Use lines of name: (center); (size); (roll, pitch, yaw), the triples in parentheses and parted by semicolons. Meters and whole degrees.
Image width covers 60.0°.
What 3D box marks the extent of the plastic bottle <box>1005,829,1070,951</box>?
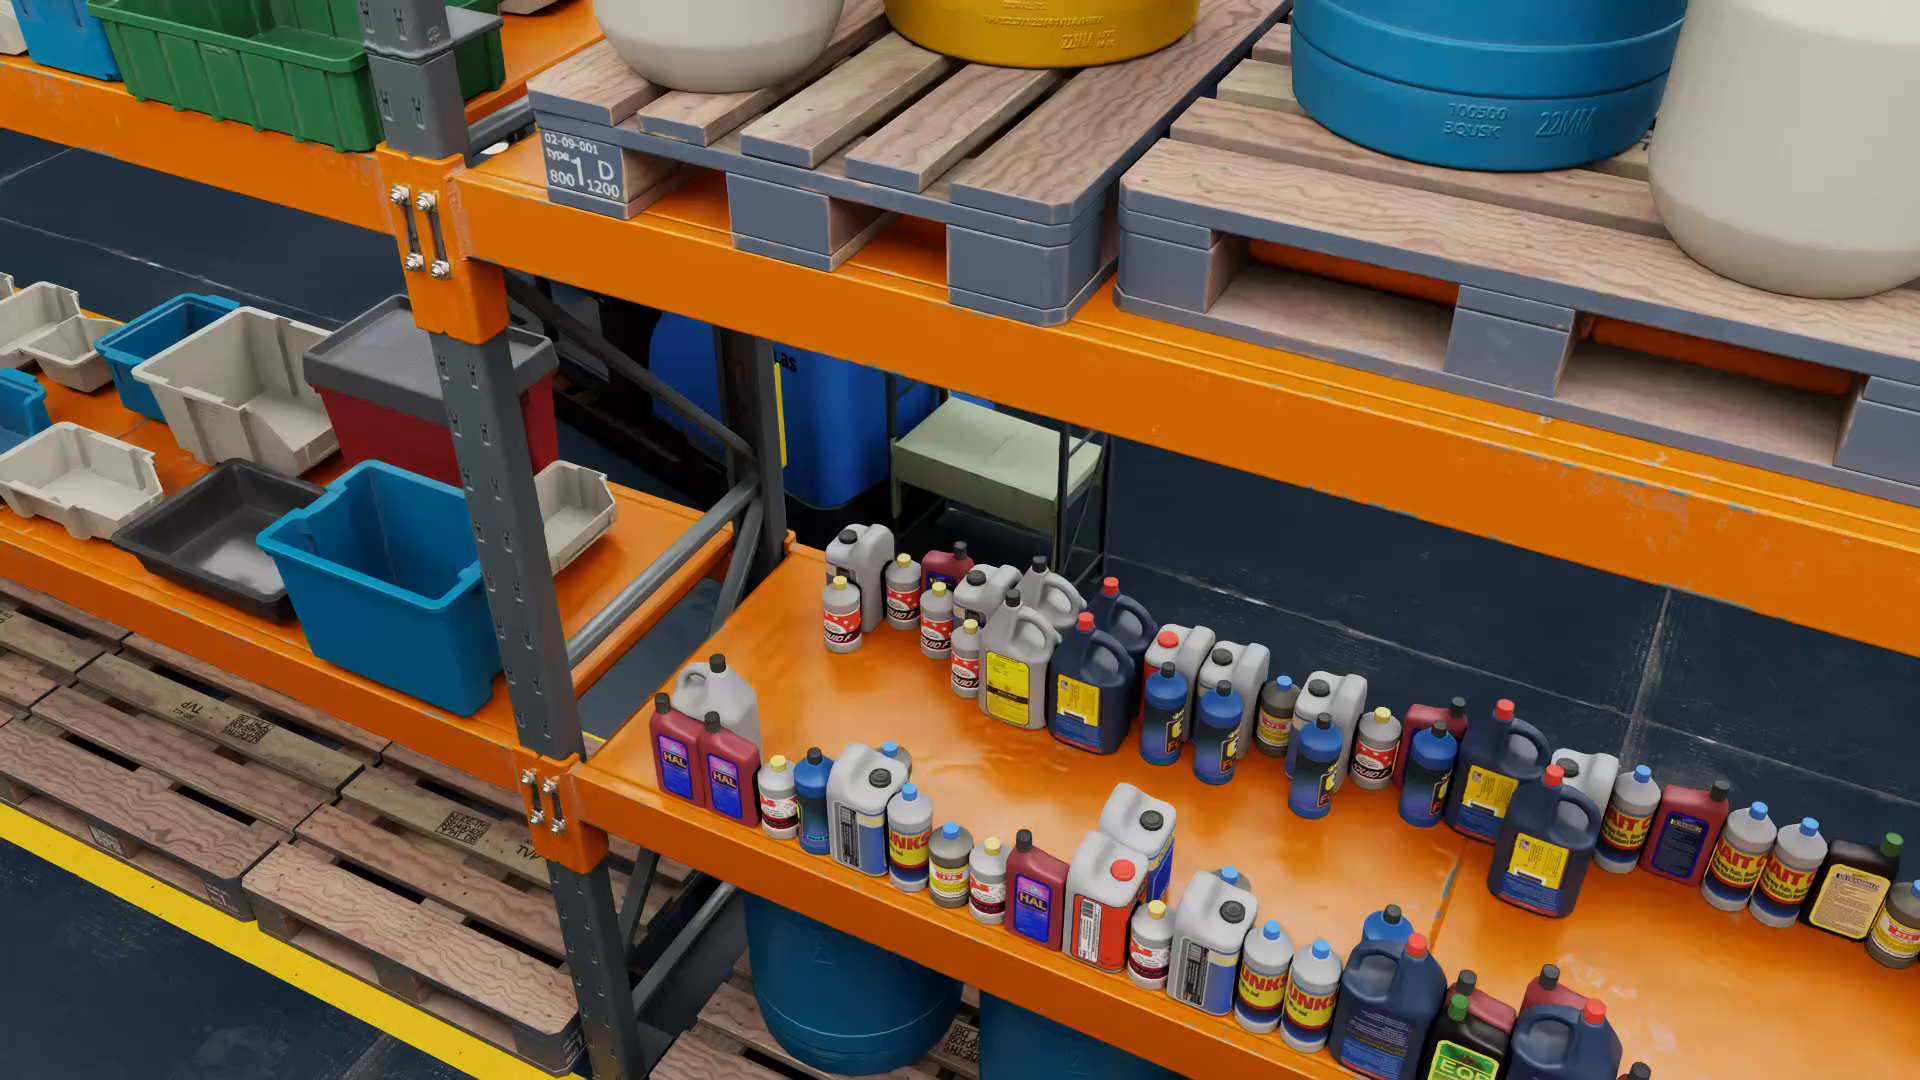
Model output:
plastic bottle: (0.161, 0.717, 3.421); (0.133, 0.283, 0.061); (17, 41, 21)

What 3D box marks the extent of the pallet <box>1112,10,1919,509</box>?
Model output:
pallet: (0.993, -0.548, 2.666); (1.213, 0.211, 1.003); (17, 41, 21)

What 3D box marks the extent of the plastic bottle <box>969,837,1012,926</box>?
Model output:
plastic bottle: (0.067, 0.708, 3.501); (0.097, 0.201, 0.097); (0, 37, 0)

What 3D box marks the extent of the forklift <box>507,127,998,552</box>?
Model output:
forklift: (-1.260, -1.867, 6.786); (3.031, 2.935, 1.130); (30, 46, 33)

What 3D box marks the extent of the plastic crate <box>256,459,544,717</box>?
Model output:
plastic crate: (-1.328, 0.128, 4.064); (0.575, 0.384, 0.392); (17, 41, 21)

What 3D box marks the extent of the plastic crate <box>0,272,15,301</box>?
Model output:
plastic crate: (-3.250, -0.721, 5.387); (0.243, 0.136, 0.396); (17, 41, 21)

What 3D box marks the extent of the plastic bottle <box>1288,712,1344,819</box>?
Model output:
plastic bottle: (0.799, 0.496, 3.723); (0.097, 0.271, 0.097); (0, 37, 0)

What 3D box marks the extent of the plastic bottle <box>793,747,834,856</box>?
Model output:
plastic bottle: (-0.311, 0.561, 3.636); (0.097, 0.271, 0.097); (0, 37, 0)

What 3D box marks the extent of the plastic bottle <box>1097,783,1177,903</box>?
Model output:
plastic bottle: (0.371, 0.651, 3.514); (0.135, 0.276, 0.152); (17, 41, 21)

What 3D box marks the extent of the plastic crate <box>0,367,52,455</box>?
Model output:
plastic crate: (-2.805, -0.282, 4.729); (0.300, 0.233, 0.416); (17, 41, 21)

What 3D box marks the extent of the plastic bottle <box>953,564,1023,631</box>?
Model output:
plastic bottle: (0.066, 0.180, 4.135); (0.135, 0.276, 0.152); (17, 41, 21)

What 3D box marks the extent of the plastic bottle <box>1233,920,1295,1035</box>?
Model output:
plastic bottle: (0.598, 0.846, 3.261); (0.097, 0.271, 0.097); (0, 37, 0)

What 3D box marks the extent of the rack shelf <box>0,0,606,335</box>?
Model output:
rack shelf: (-2.533, -1.372, 4.190); (4.000, 0.370, 1.077); (17, 41, 21)

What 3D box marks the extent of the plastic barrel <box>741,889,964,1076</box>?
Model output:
plastic barrel: (-0.281, 0.921, 4.443); (0.708, 0.901, 0.600); (17, 41, 21)

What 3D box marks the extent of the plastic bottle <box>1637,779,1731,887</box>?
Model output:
plastic bottle: (1.555, 0.611, 3.560); (0.133, 0.283, 0.061); (17, 41, 21)

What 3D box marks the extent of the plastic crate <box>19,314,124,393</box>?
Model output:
plastic crate: (-2.720, -0.584, 5.207); (0.250, 0.136, 0.298); (17, 41, 21)

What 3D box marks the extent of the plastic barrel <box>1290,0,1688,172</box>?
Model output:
plastic barrel: (0.829, -1.077, 2.445); (0.708, 0.901, 0.600); (17, 41, 21)

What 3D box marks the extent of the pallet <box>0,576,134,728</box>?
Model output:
pallet: (-3.594, 0.341, 6.126); (1.213, 0.211, 1.003); (17, 41, 21)

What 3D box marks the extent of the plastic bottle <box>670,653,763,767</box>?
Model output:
plastic bottle: (-0.557, 0.395, 3.789); (0.185, 0.351, 0.144); (17, 41, 21)

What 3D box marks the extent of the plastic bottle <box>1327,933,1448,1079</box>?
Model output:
plastic bottle: (0.820, 0.868, 3.166); (0.185, 0.351, 0.144); (17, 41, 21)

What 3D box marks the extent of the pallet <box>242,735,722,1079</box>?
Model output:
pallet: (-1.427, 1.020, 5.232); (1.213, 0.211, 1.003); (17, 41, 21)

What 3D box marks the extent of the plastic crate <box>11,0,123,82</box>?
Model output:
plastic crate: (-1.712, -1.117, 3.399); (0.300, 0.233, 0.416); (17, 41, 21)

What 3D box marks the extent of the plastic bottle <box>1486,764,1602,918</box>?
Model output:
plastic bottle: (1.238, 0.617, 3.497); (0.185, 0.351, 0.144); (17, 41, 21)

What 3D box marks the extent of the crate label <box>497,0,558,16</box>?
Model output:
crate label: (-1.058, -1.288, 3.704); (0.466, 0.136, 0.293); (17, 41, 21)

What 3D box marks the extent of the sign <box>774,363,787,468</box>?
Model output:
sign: (-0.502, -0.313, 4.452); (0.005, 0.325, 0.100); (17, 41, 21)

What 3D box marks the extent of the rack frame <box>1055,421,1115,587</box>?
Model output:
rack frame: (0.462, -0.368, 5.994); (0.023, 1.500, 0.400); (21, 42, 25)

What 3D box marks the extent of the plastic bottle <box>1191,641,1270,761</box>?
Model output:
plastic bottle: (0.634, 0.357, 3.901); (0.135, 0.276, 0.152); (17, 41, 21)

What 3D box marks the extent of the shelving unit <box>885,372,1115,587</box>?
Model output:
shelving unit: (0.152, -0.485, 6.148); (0.755, 1.500, 0.431); (21, 42, 25)

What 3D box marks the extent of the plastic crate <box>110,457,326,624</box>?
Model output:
plastic crate: (-1.874, 0.011, 4.432); (0.590, 0.125, 0.437); (17, 41, 21)

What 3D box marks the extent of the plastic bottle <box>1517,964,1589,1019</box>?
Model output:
plastic bottle: (1.127, 0.921, 3.152); (0.133, 0.283, 0.061); (17, 41, 21)

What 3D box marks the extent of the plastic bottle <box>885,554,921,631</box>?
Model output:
plastic bottle: (-0.142, 0.125, 4.268); (0.097, 0.201, 0.097); (0, 37, 0)

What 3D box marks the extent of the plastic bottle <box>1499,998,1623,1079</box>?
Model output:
plastic bottle: (1.103, 0.956, 3.050); (0.185, 0.351, 0.144); (17, 41, 21)

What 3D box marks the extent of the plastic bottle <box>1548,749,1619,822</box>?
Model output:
plastic bottle: (1.328, 0.575, 3.615); (0.135, 0.276, 0.152); (17, 41, 21)

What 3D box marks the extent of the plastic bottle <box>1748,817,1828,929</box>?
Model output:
plastic bottle: (1.735, 0.685, 3.473); (0.097, 0.271, 0.097); (0, 37, 0)

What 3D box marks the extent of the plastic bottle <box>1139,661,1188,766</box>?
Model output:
plastic bottle: (0.473, 0.394, 3.857); (0.097, 0.271, 0.097); (0, 37, 0)

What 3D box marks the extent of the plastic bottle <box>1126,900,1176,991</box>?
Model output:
plastic bottle: (0.392, 0.809, 3.367); (0.097, 0.201, 0.097); (0, 37, 0)

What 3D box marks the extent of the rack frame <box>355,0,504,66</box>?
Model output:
rack frame: (-0.757, -2.297, 2.333); (0.127, 3.000, 1.000); (17, 41, 21)

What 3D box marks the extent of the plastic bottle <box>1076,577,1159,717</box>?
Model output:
plastic bottle: (0.374, 0.243, 3.989); (0.185, 0.351, 0.144); (17, 41, 21)

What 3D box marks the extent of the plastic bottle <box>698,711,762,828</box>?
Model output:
plastic bottle: (-0.509, 0.507, 3.698); (0.133, 0.283, 0.061); (17, 41, 21)

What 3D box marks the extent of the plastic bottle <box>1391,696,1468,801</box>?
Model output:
plastic bottle: (1.066, 0.459, 3.762); (0.133, 0.283, 0.061); (17, 41, 21)

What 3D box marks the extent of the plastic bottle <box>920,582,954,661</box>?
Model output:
plastic bottle: (-0.052, 0.195, 4.177); (0.097, 0.201, 0.097); (0, 37, 0)

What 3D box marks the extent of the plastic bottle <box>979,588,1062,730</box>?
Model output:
plastic bottle: (0.144, 0.269, 3.955); (0.185, 0.351, 0.144); (17, 41, 21)

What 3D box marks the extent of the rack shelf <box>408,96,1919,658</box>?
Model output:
rack shelf: (1.019, -0.260, 2.725); (4.000, 0.370, 1.077); (17, 41, 21)

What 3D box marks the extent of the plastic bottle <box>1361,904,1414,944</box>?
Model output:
plastic bottle: (0.837, 0.823, 3.292); (0.097, 0.271, 0.097); (0, 37, 0)

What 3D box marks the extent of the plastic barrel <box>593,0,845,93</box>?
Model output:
plastic barrel: (-0.404, -1.043, 2.702); (0.433, 0.535, 0.433); (0, 37, 0)

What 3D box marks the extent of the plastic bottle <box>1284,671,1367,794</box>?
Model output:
plastic bottle: (0.840, 0.422, 3.816); (0.135, 0.276, 0.152); (17, 41, 21)

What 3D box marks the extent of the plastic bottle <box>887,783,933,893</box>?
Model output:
plastic bottle: (-0.105, 0.626, 3.551); (0.097, 0.271, 0.097); (0, 37, 0)

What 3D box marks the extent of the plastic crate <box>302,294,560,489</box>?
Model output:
plastic crate: (-1.434, -0.340, 4.614); (0.583, 0.464, 0.402); (17, 41, 21)

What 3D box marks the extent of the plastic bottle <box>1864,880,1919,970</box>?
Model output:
plastic bottle: (1.940, 0.777, 3.409); (0.097, 0.201, 0.097); (0, 37, 0)
